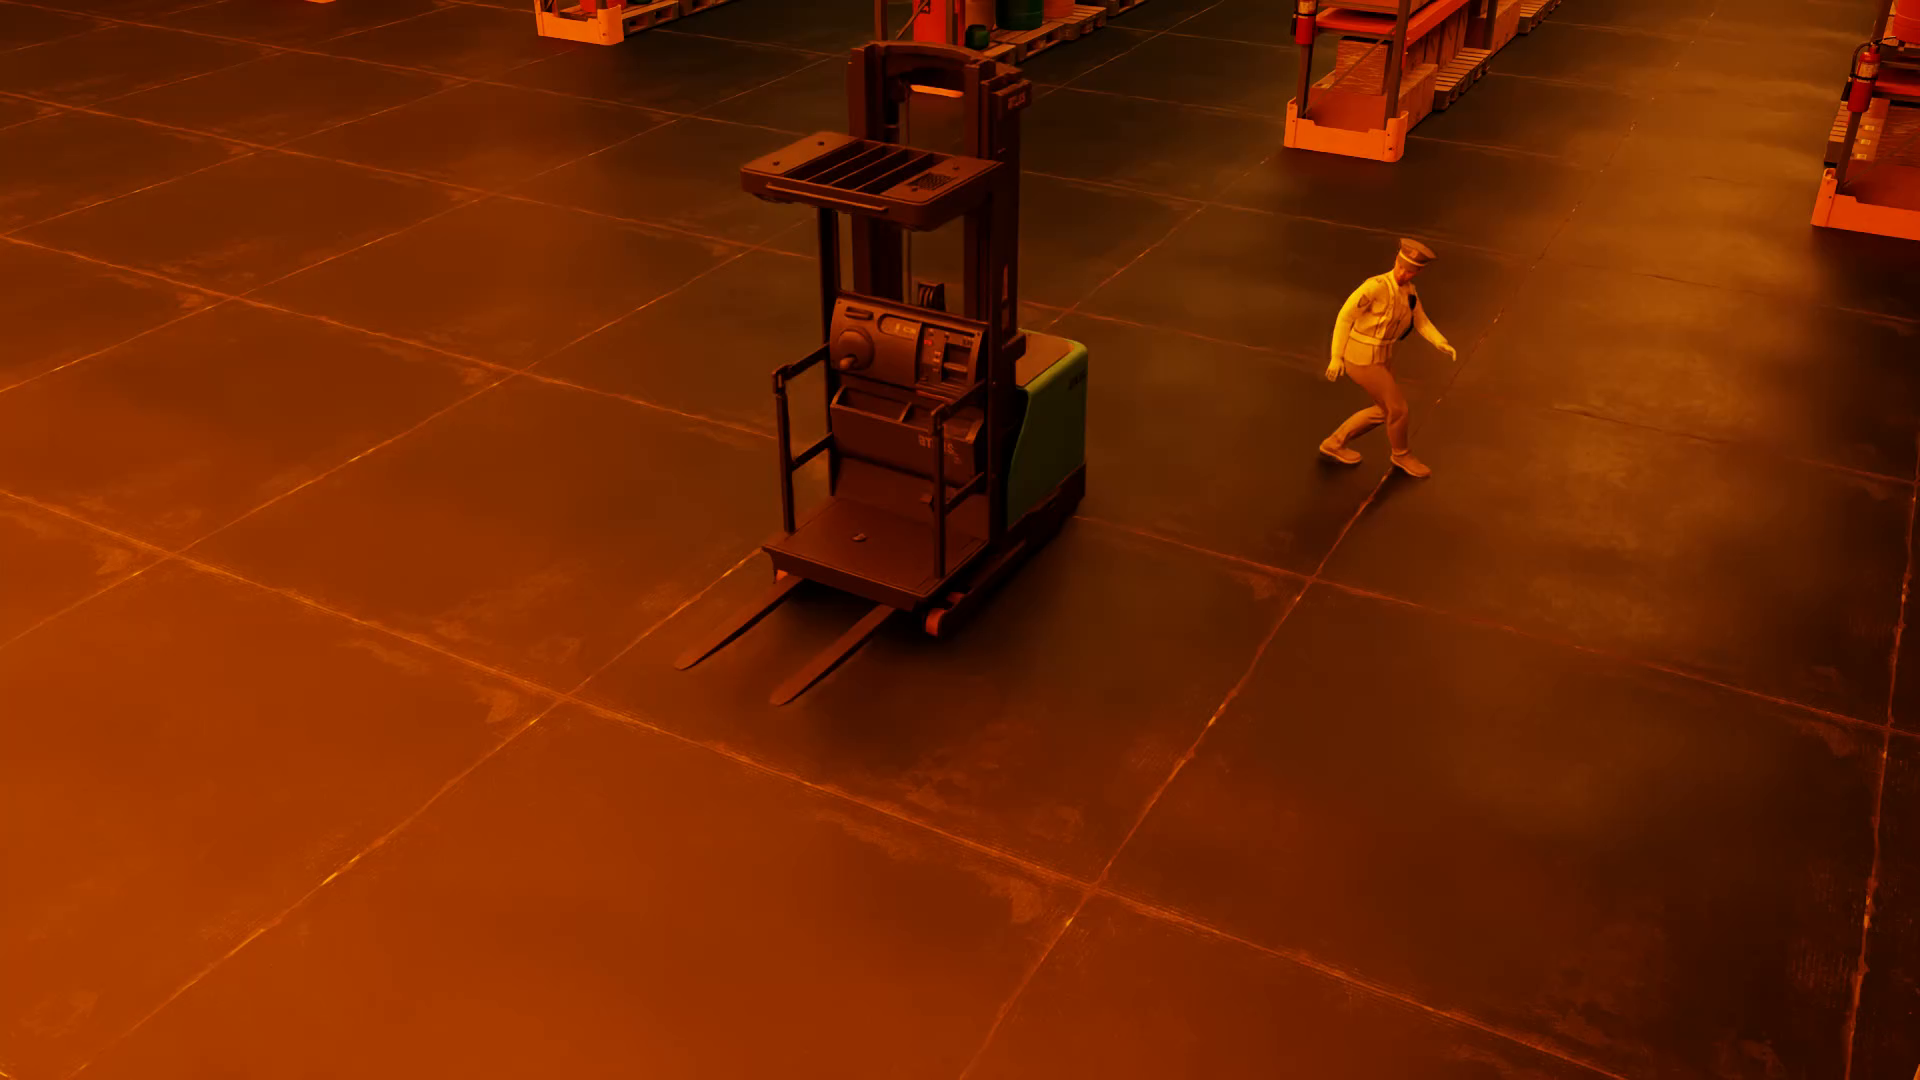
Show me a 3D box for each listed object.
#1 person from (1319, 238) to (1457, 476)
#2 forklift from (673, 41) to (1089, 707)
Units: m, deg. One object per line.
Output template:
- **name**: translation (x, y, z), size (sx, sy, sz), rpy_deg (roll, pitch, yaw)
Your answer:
- **person**: translation (2.678, -1.087, 10.368), size (0.767, 1.563, 0.742), rpy_deg (17, 34, 27)
- **forklift**: translation (-0.401, -0.999, 8.801), size (1.130, 2.935, 3.031), rpy_deg (16, 34, 26)
